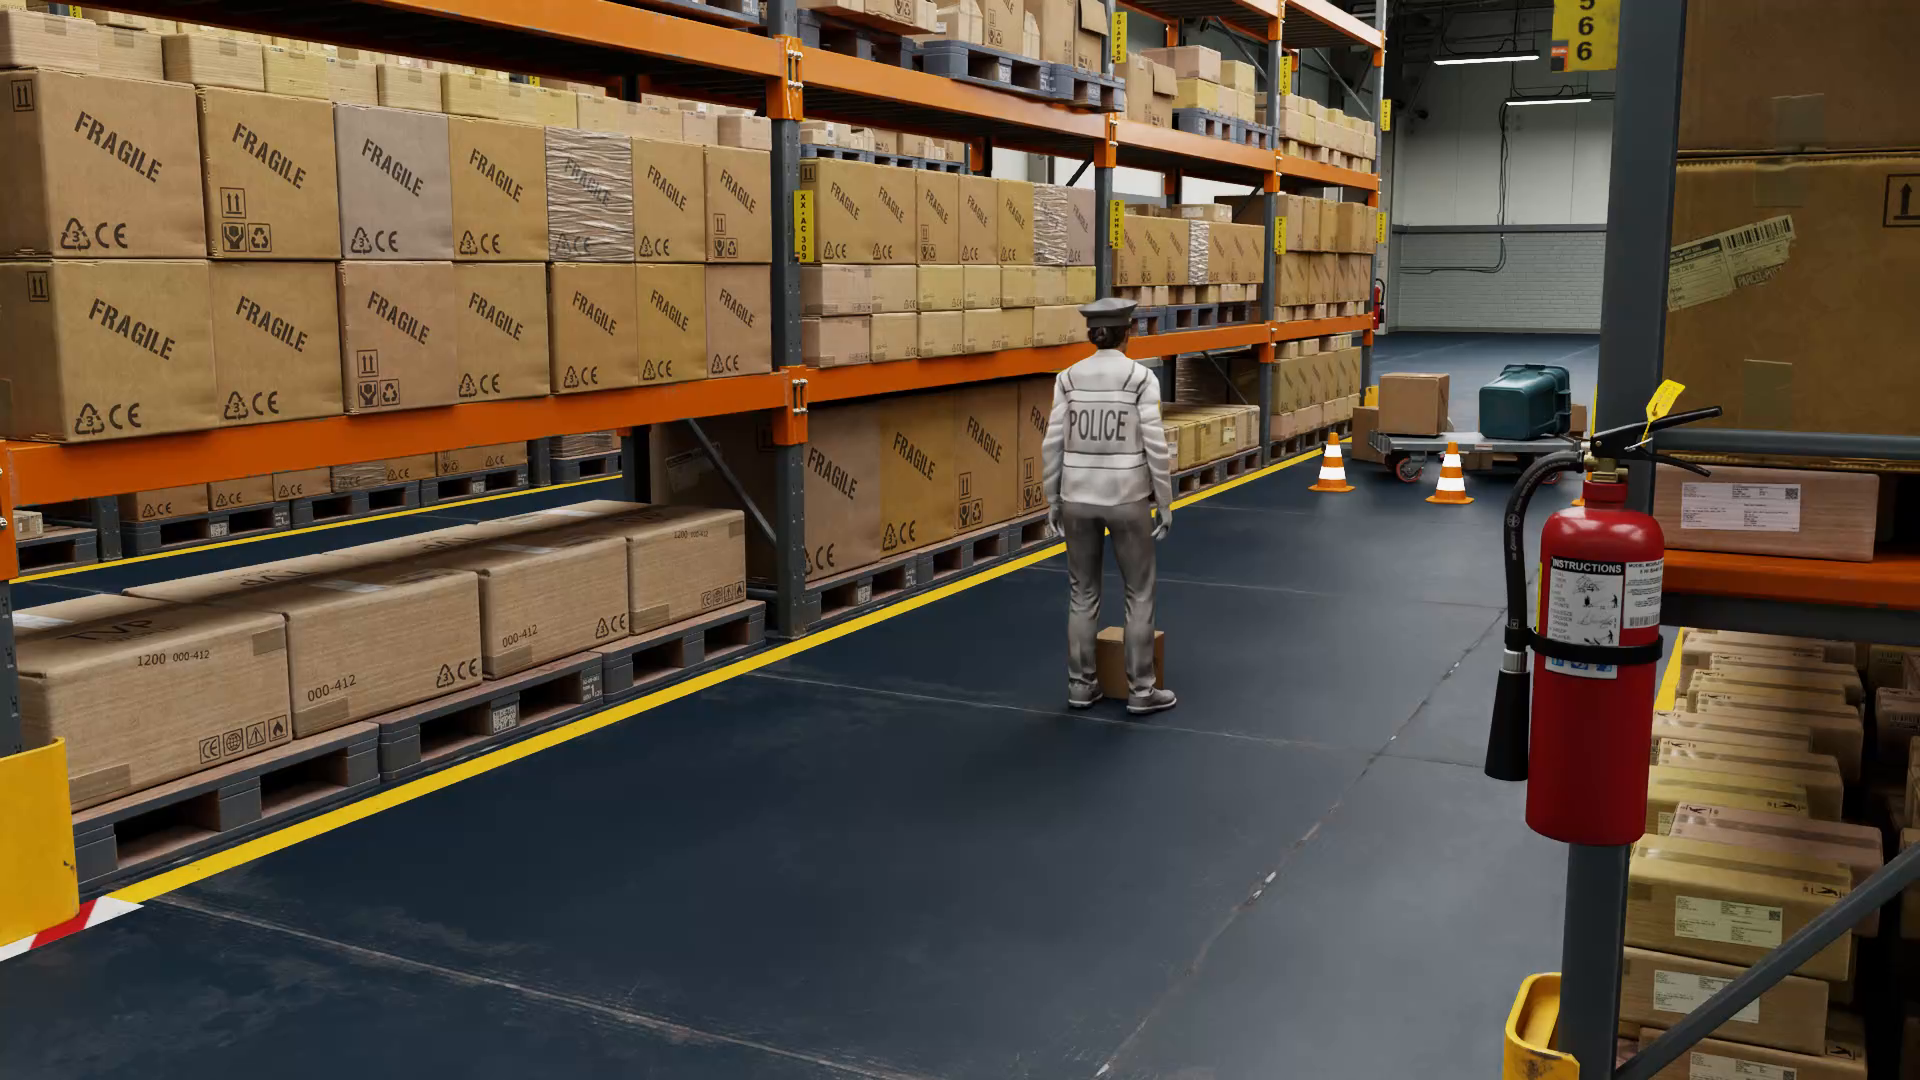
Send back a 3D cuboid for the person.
[{"bbox_3d":[0.599,-0.139,6.719,0.544,1.663,0.376,4,10,22],"label":"person"}]
